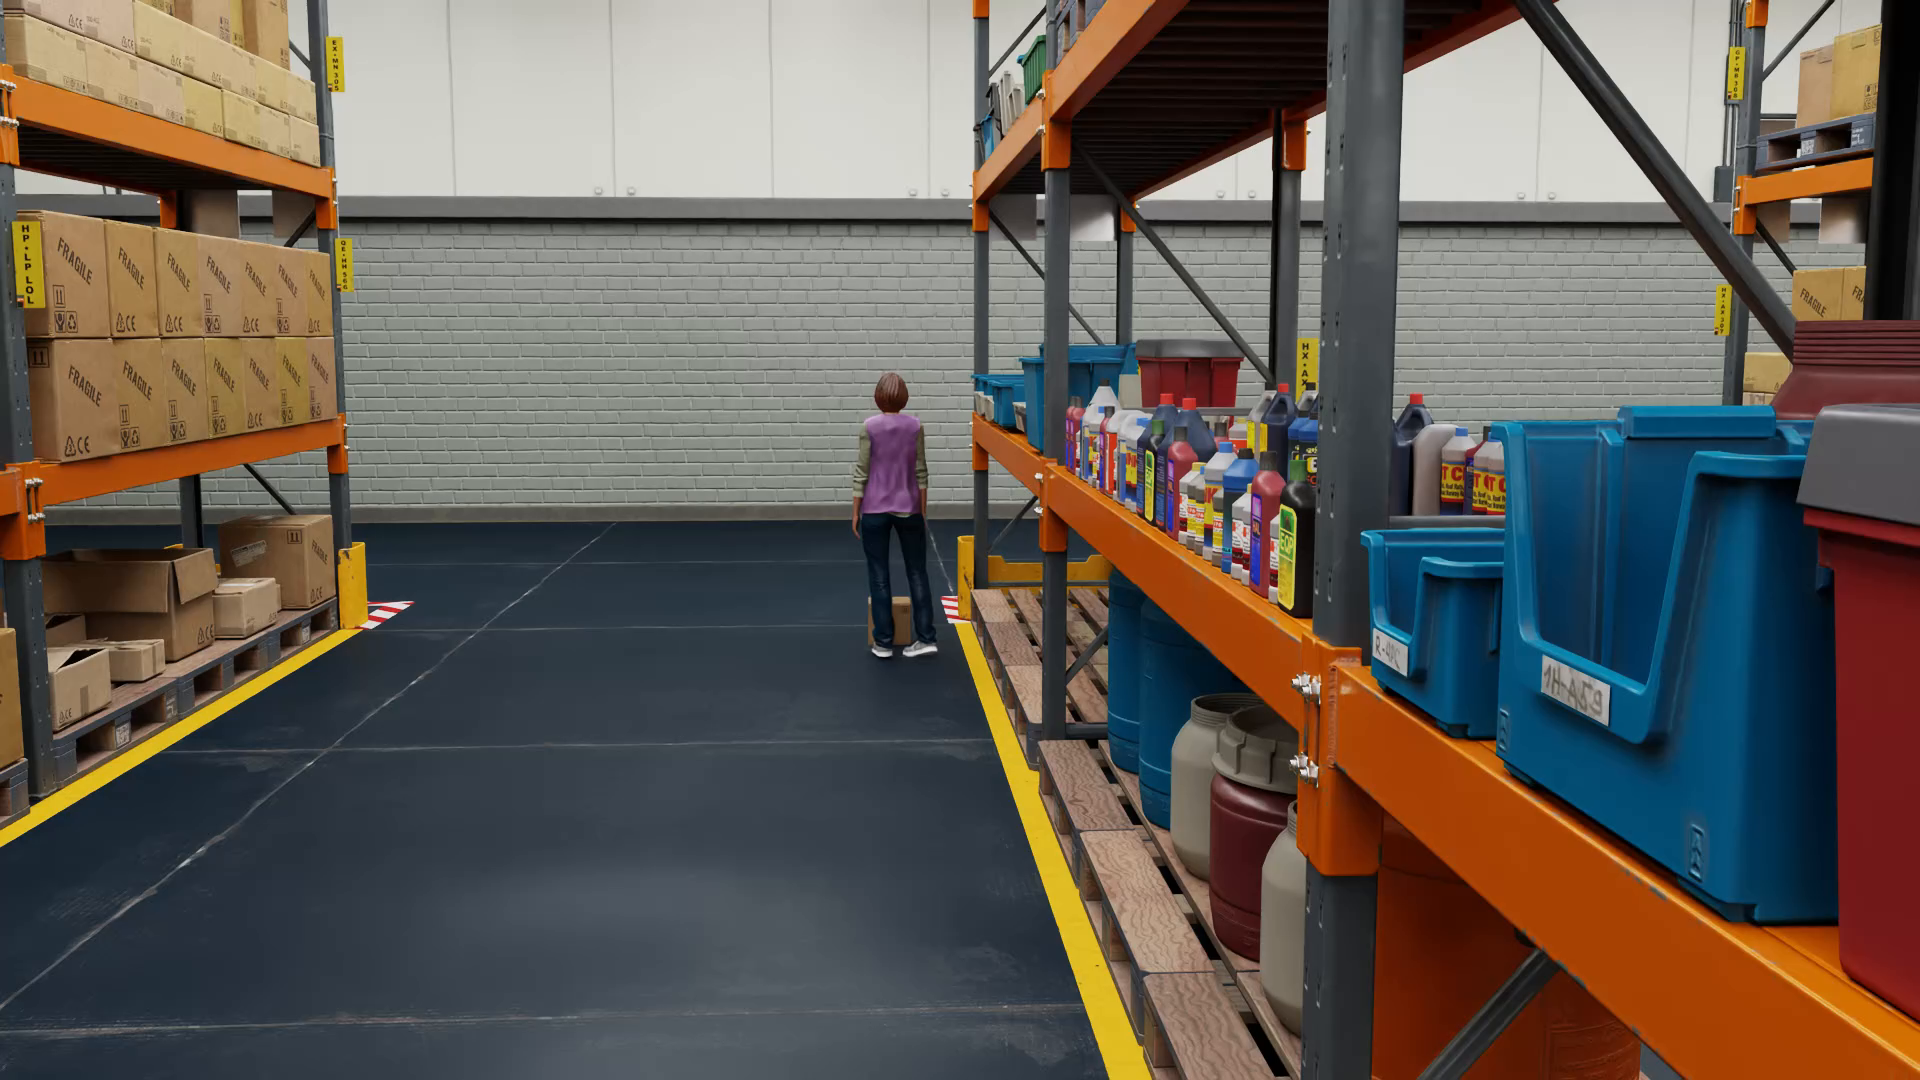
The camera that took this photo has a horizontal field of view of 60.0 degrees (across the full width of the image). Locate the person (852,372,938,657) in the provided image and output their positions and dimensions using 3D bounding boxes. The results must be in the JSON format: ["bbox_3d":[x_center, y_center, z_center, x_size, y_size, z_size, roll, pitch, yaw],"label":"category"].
[{"bbox_3d":[-0.372,-0.126,9.335,0.474,1.625,0.336,-1,7,-11],"label":"person"}]
